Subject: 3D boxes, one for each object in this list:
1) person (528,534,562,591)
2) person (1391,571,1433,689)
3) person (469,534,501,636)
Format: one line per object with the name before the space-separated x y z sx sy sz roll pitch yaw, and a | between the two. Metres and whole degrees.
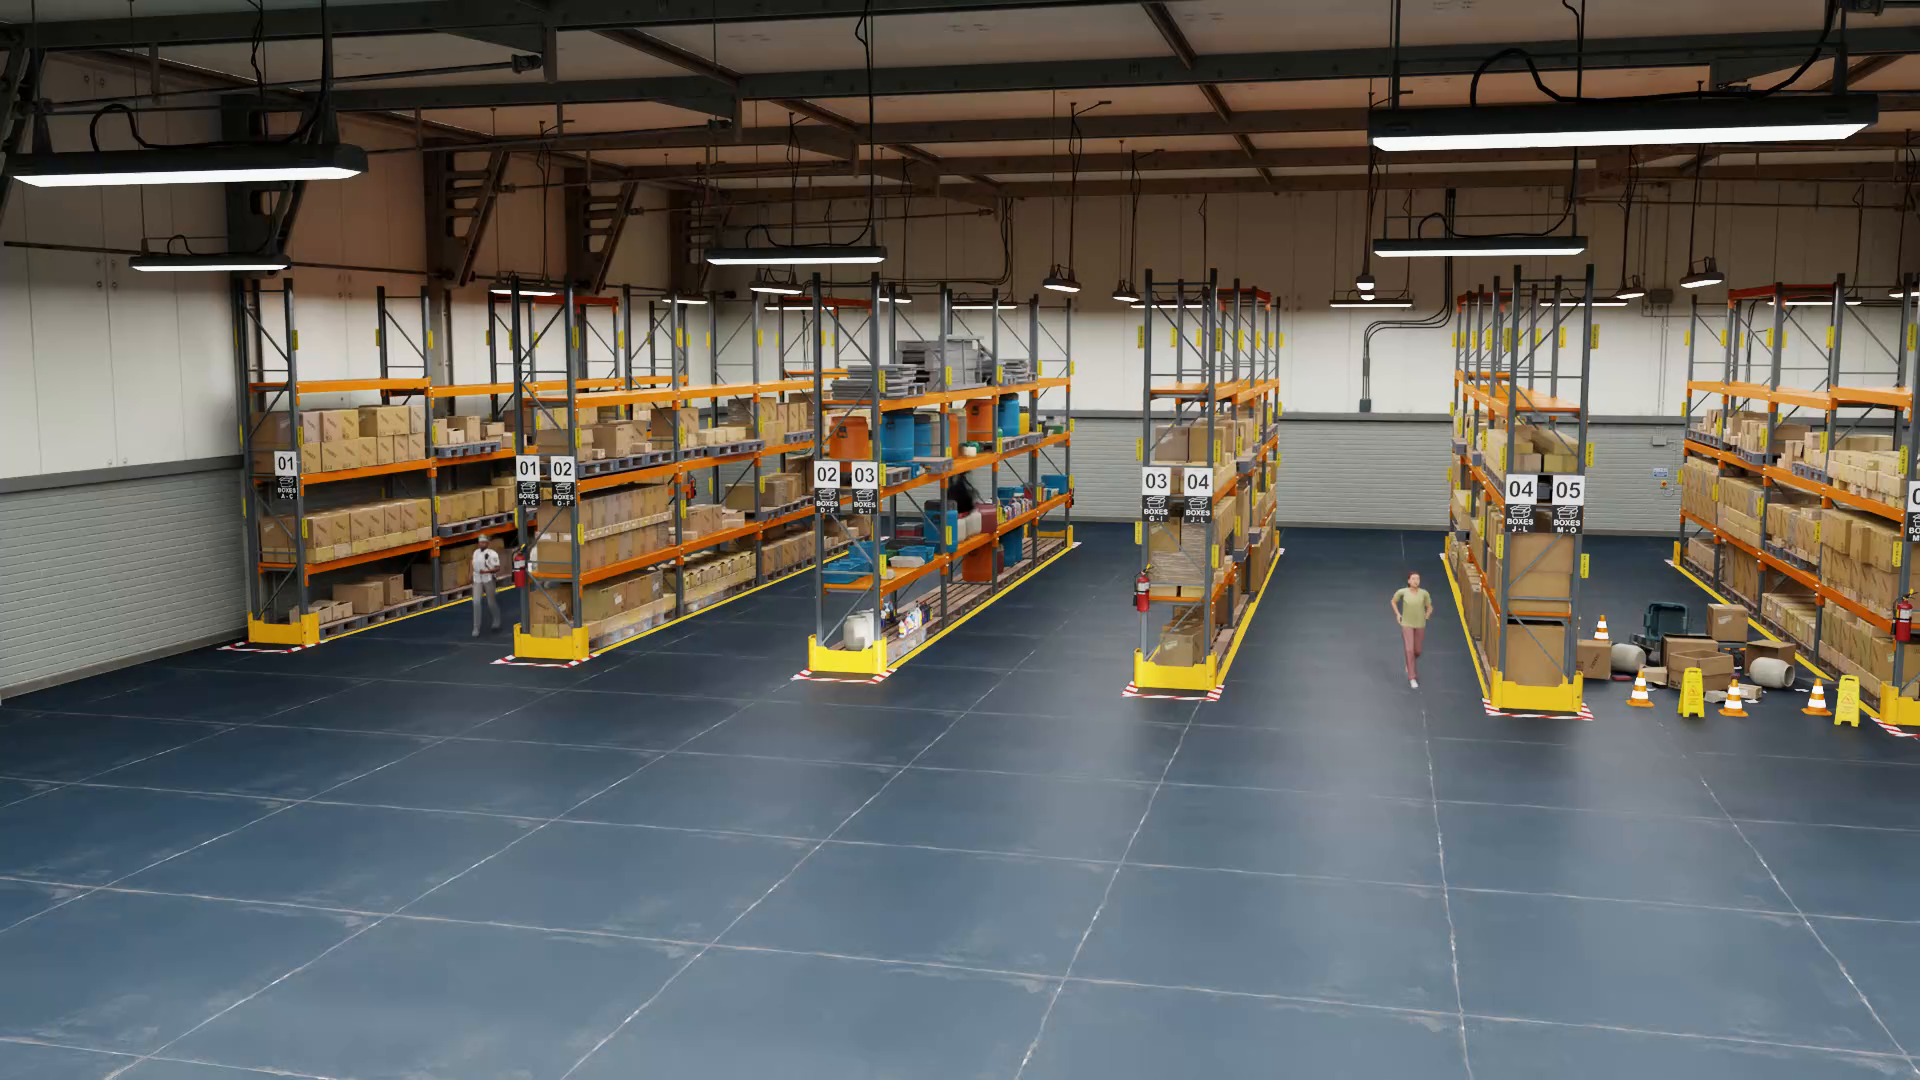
person | -7.310 0.692 29.271 0.600 1.656 0.824 0 7 4
person | 6.614 1.277 24.330 0.579 1.671 0.894 1 7 5
person | -8.141 0.735 28.472 0.580 1.706 0.893 1 7 5
